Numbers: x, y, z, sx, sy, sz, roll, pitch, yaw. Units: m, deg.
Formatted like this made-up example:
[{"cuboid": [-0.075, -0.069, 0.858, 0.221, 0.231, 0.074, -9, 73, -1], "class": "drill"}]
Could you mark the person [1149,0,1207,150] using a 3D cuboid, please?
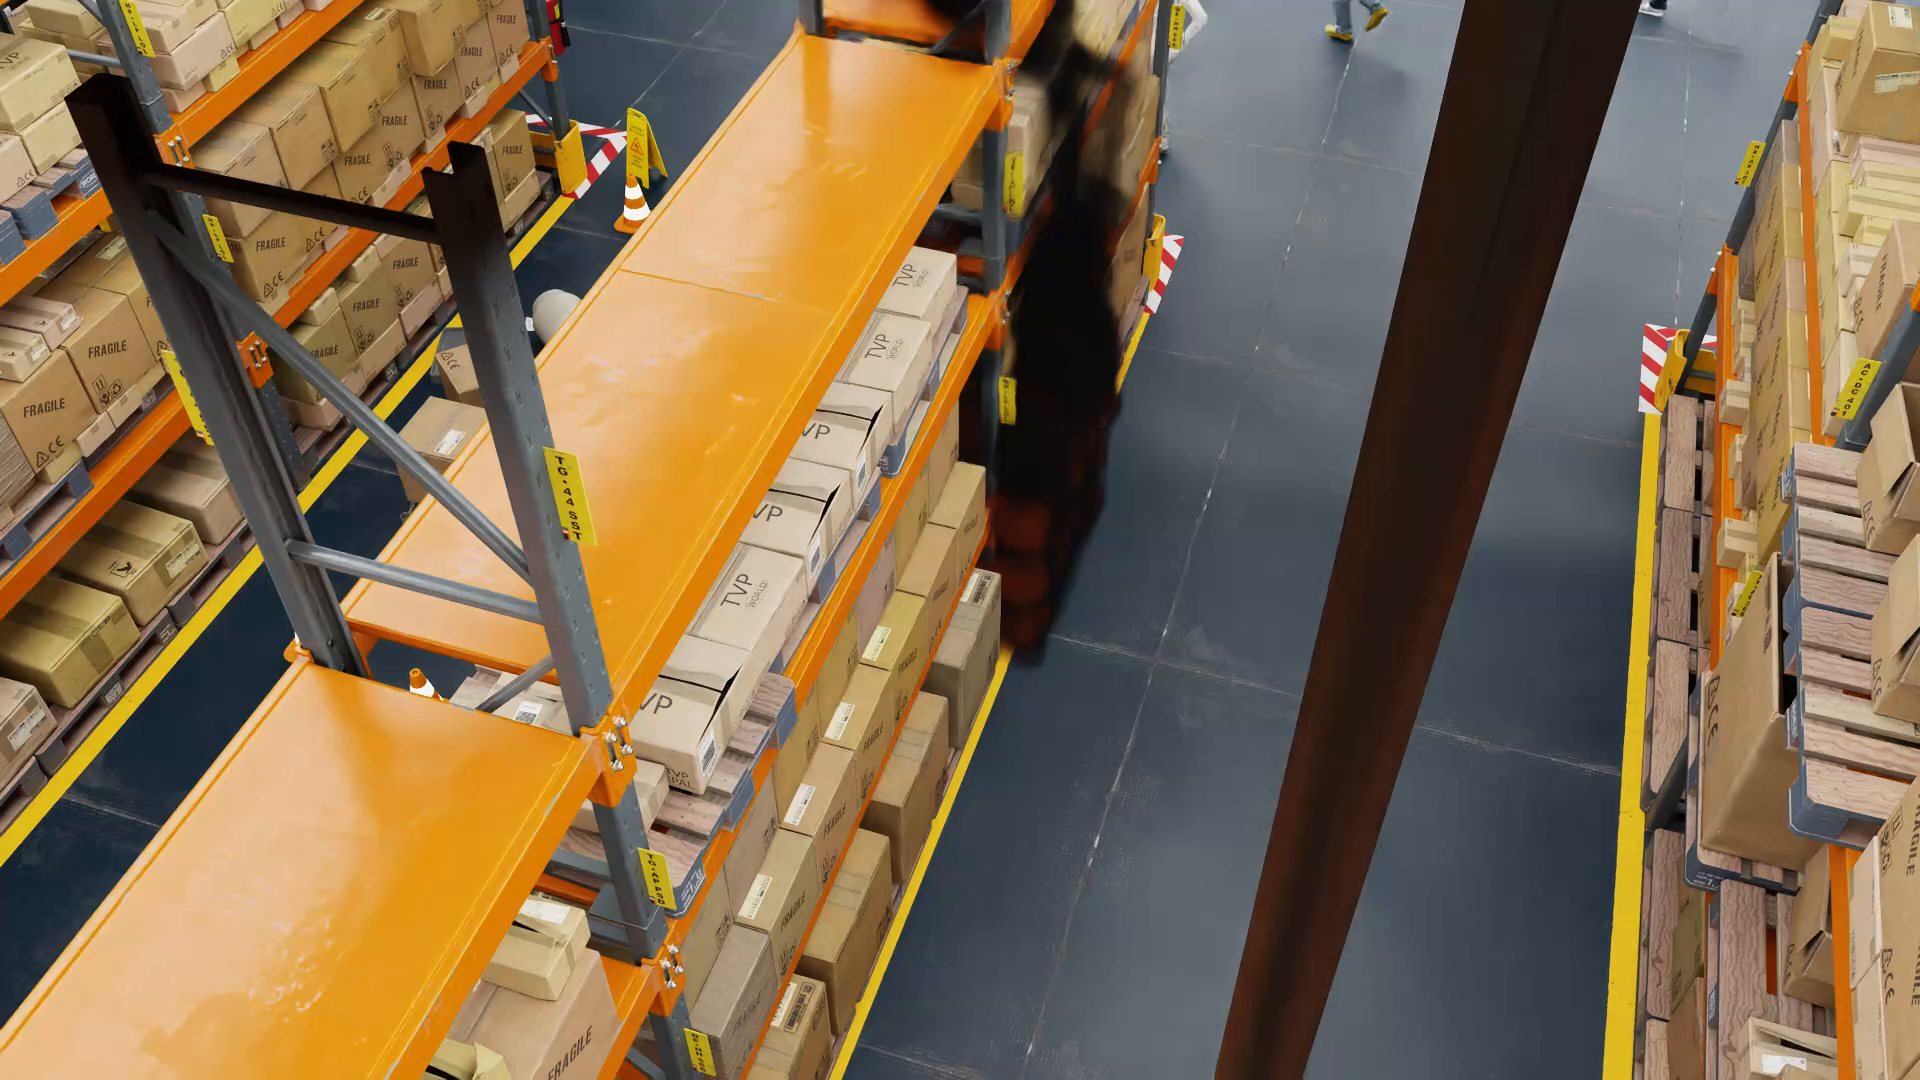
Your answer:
[{"cuboid": [1.667, -4.140, 14.008, 0.612, 1.703, 0.691, -14, 47, -14], "class": "person"}]

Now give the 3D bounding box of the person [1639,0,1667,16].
[{"cuboid": [6.584, -5.725, 15.614, 0.522, 1.569, 0.592, -35, 55, -29], "class": "person"}]

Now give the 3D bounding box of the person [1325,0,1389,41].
[{"cuboid": [3.680, -5.327, 15.149, 0.702, 1.726, 0.592, -29, 52, -25], "class": "person"}]
